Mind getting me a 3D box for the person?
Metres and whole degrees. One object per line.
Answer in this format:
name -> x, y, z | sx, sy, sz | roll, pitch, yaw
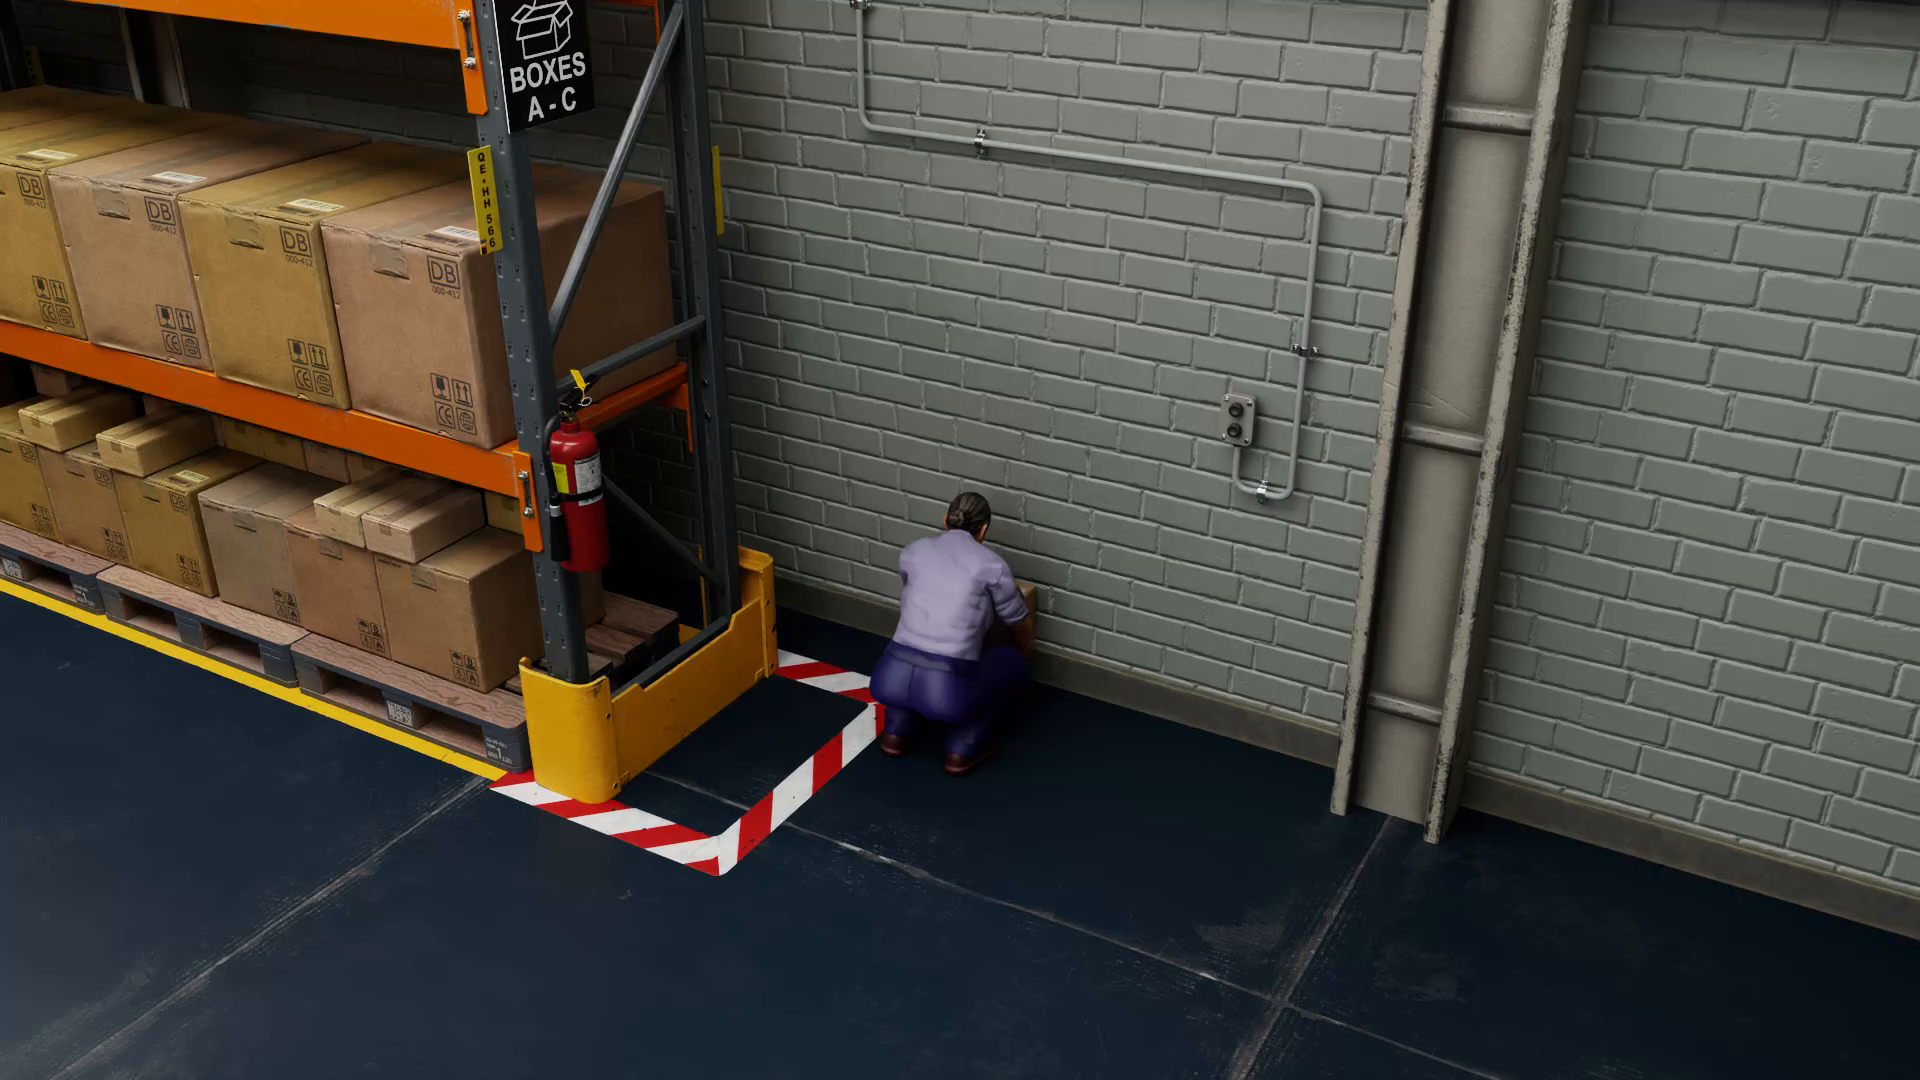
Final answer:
person -> -0.023, 0.334, 6.292 | 0.529, 0.925, 0.838 | 13, 29, 24
